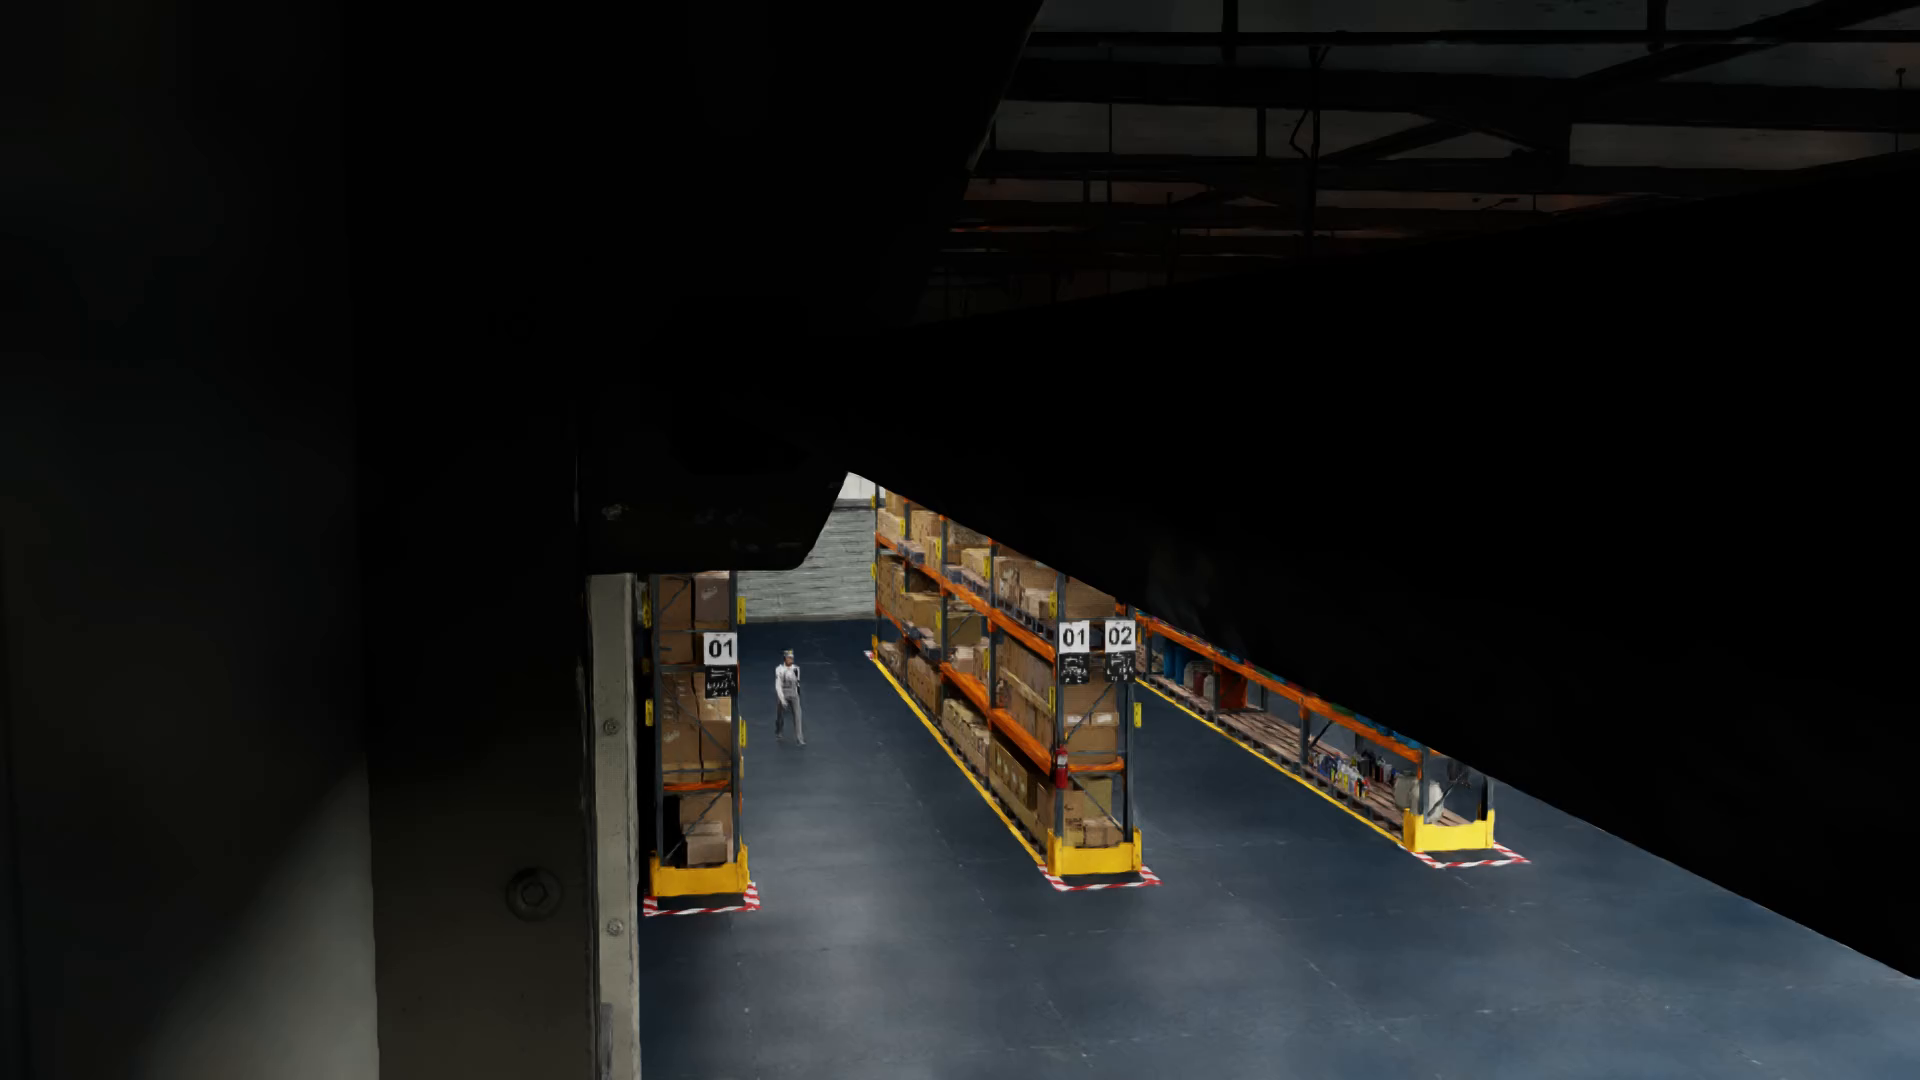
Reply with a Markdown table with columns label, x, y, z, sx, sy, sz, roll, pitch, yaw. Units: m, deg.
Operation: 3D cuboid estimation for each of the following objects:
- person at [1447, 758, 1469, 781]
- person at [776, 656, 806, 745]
| label | x | y | z | sx | sy | sz | roll | pitch | yaw |
| --- | --- | --- | --- | --- | --- | --- | --- | --- | --- |
| person | 7.618 | 2.866 | 25.350 | 0.310 | 1.591 | 0.494 | -5 | 8 | -39 |
| person | -2.887 | 2.644 | 28.084 | 0.406 | 1.584 | 0.994 | -2 | 6 | -19 |
